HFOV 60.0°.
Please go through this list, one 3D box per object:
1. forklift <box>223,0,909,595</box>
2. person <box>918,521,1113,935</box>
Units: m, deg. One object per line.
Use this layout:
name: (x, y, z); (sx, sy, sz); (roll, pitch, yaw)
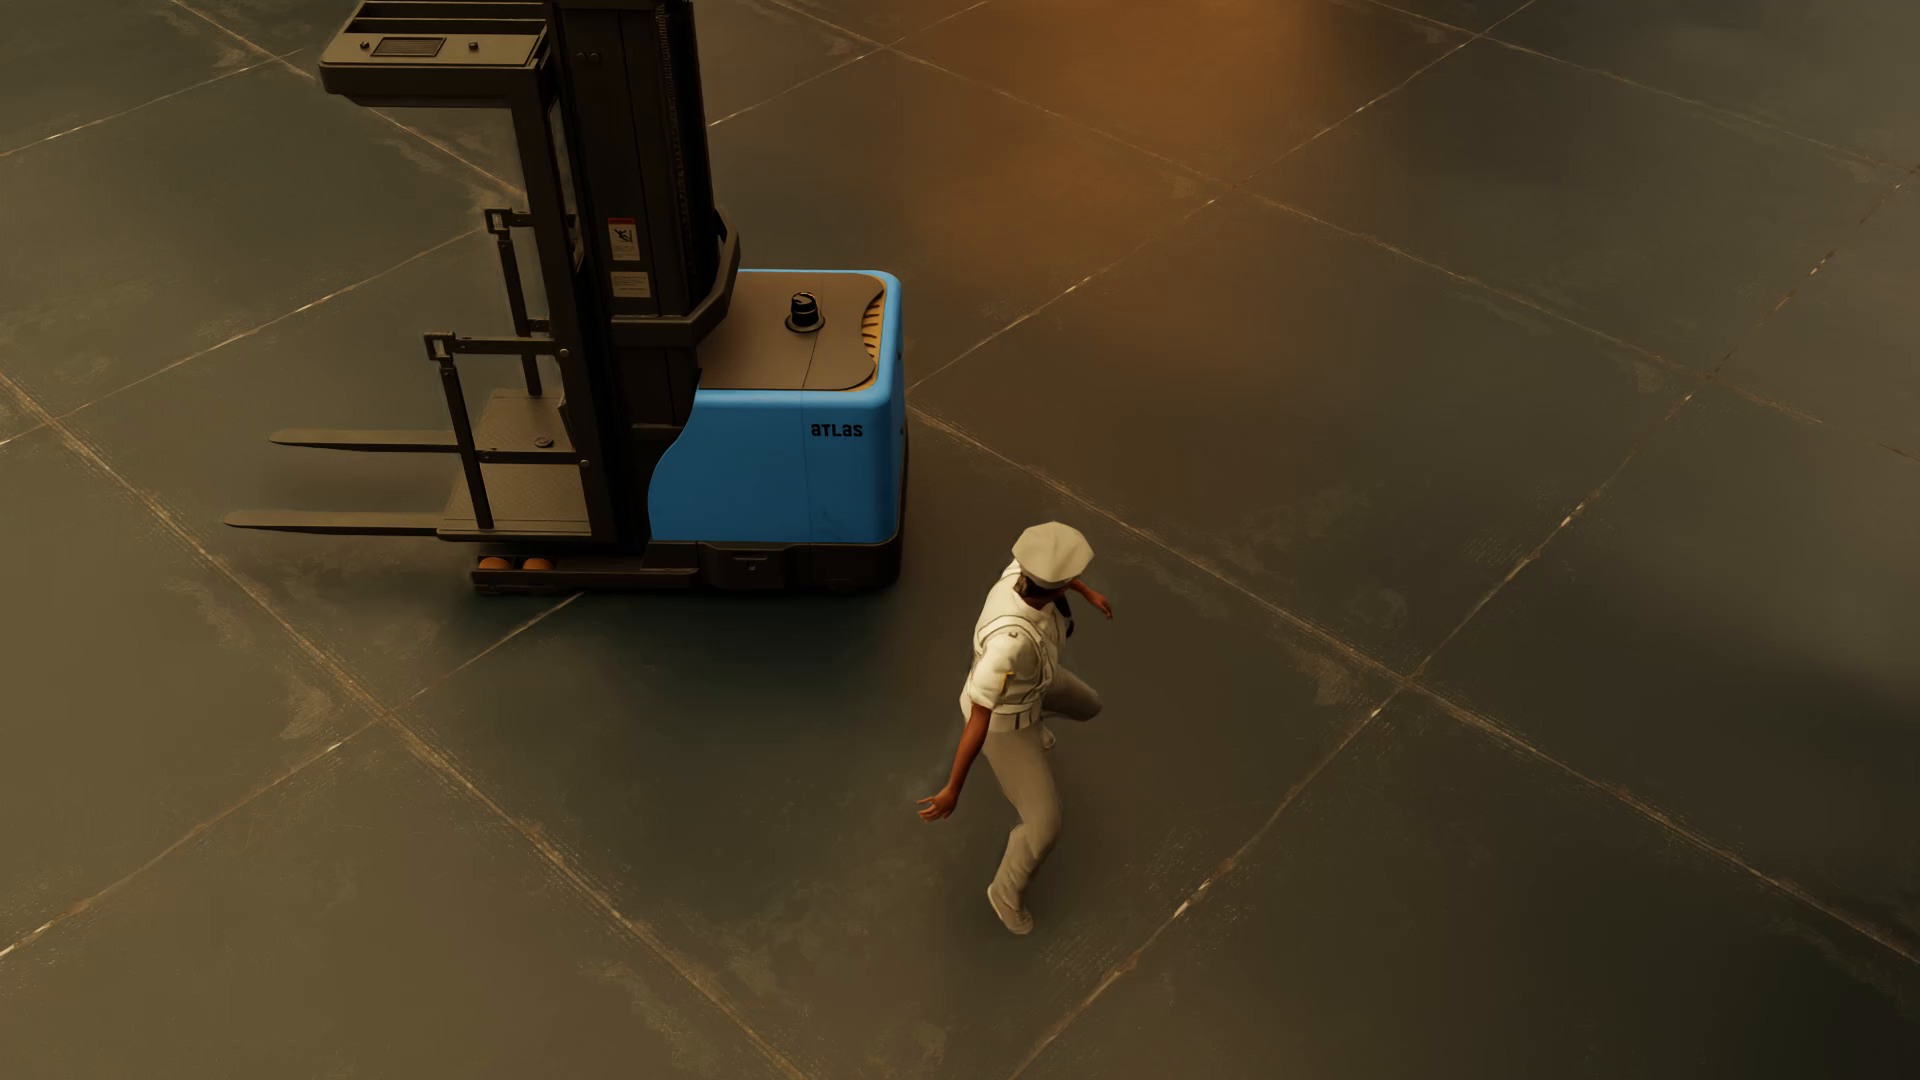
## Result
forklift: (-1.773, -1.214, 6.843); (3.031, 2.935, 1.130); (1, 41, 1)
person: (0.222, 0.612, 5.870); (0.478, 1.569, 1.112); (14, 43, 16)
